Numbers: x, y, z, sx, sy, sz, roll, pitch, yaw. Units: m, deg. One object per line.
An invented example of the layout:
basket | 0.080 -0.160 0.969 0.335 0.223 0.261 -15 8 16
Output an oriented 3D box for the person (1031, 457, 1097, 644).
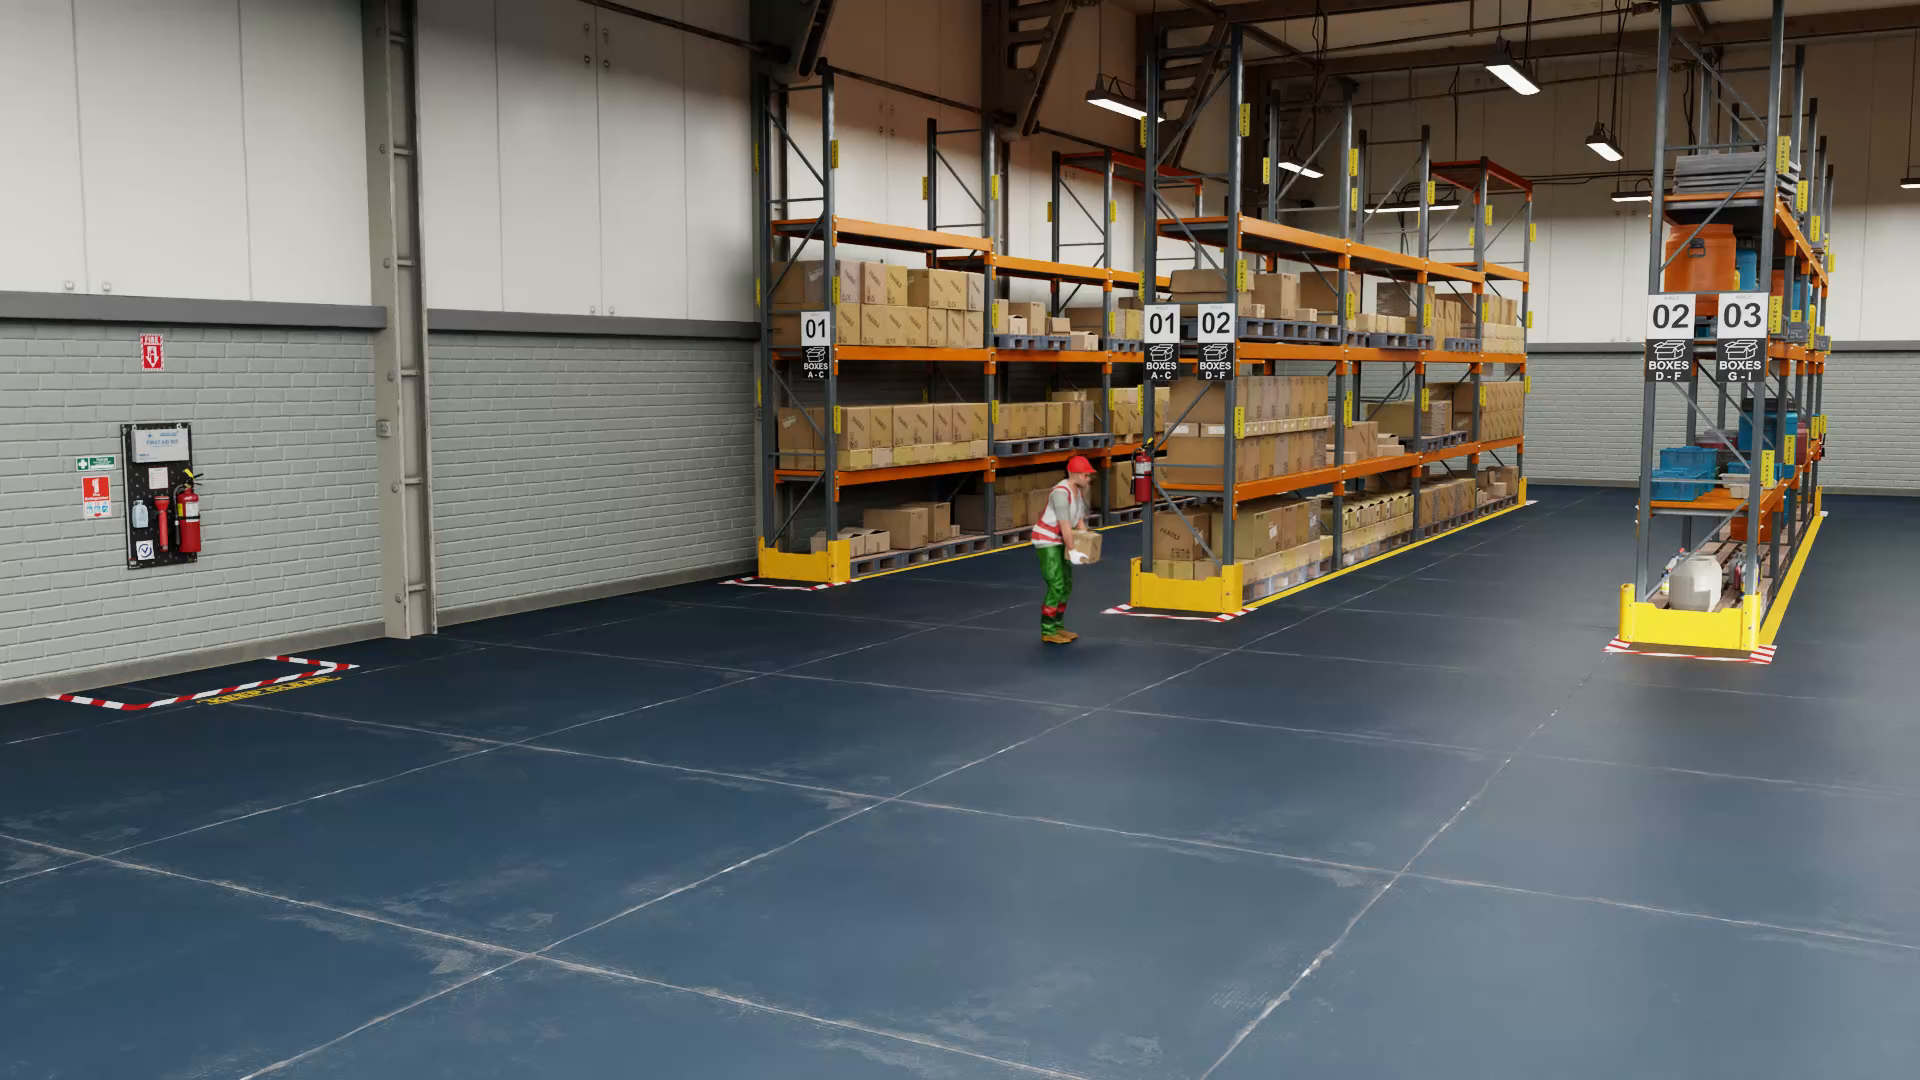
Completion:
person | 0.977 0.085 15.433 0.603 1.724 0.481 3 7 28
